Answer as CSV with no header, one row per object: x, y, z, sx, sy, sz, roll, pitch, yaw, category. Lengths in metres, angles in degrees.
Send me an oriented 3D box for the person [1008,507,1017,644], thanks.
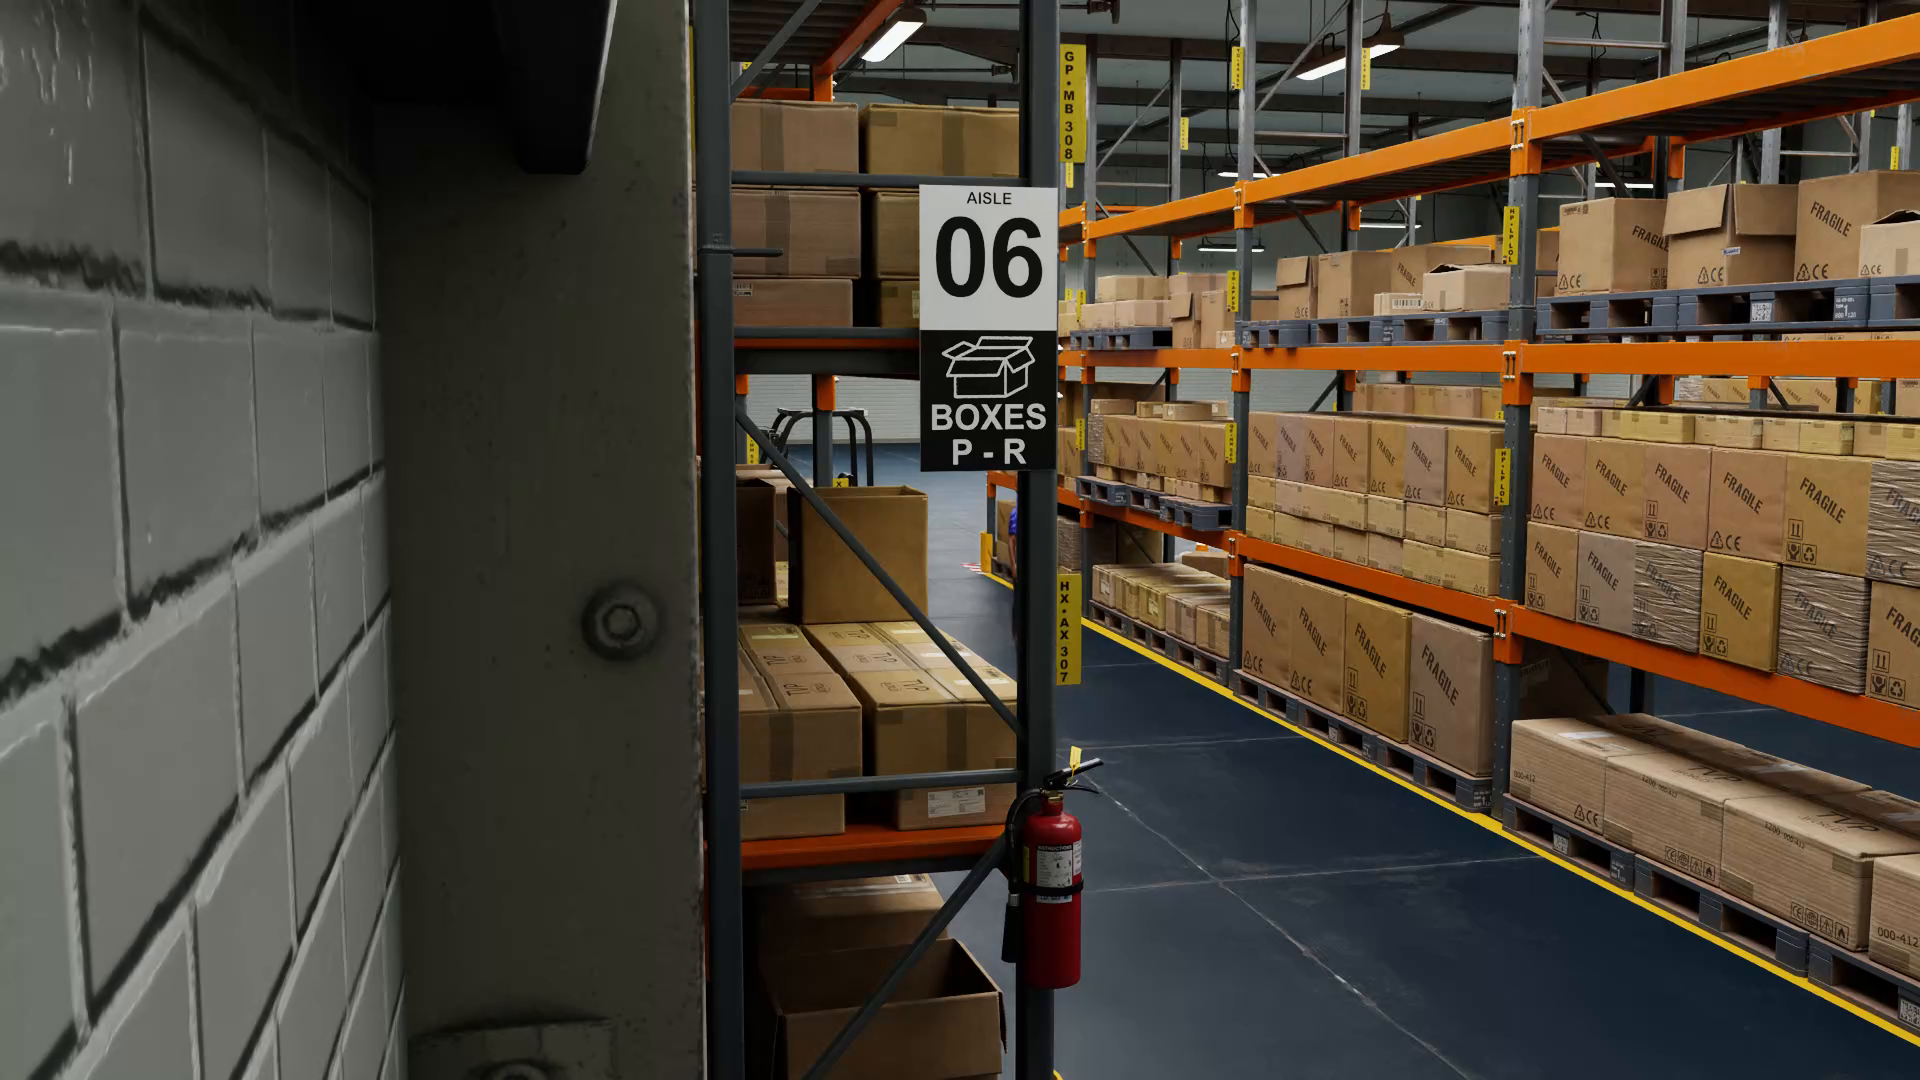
0.671,0.231,15.289,0.475,1.595,0.989,-1,6,-11,person
